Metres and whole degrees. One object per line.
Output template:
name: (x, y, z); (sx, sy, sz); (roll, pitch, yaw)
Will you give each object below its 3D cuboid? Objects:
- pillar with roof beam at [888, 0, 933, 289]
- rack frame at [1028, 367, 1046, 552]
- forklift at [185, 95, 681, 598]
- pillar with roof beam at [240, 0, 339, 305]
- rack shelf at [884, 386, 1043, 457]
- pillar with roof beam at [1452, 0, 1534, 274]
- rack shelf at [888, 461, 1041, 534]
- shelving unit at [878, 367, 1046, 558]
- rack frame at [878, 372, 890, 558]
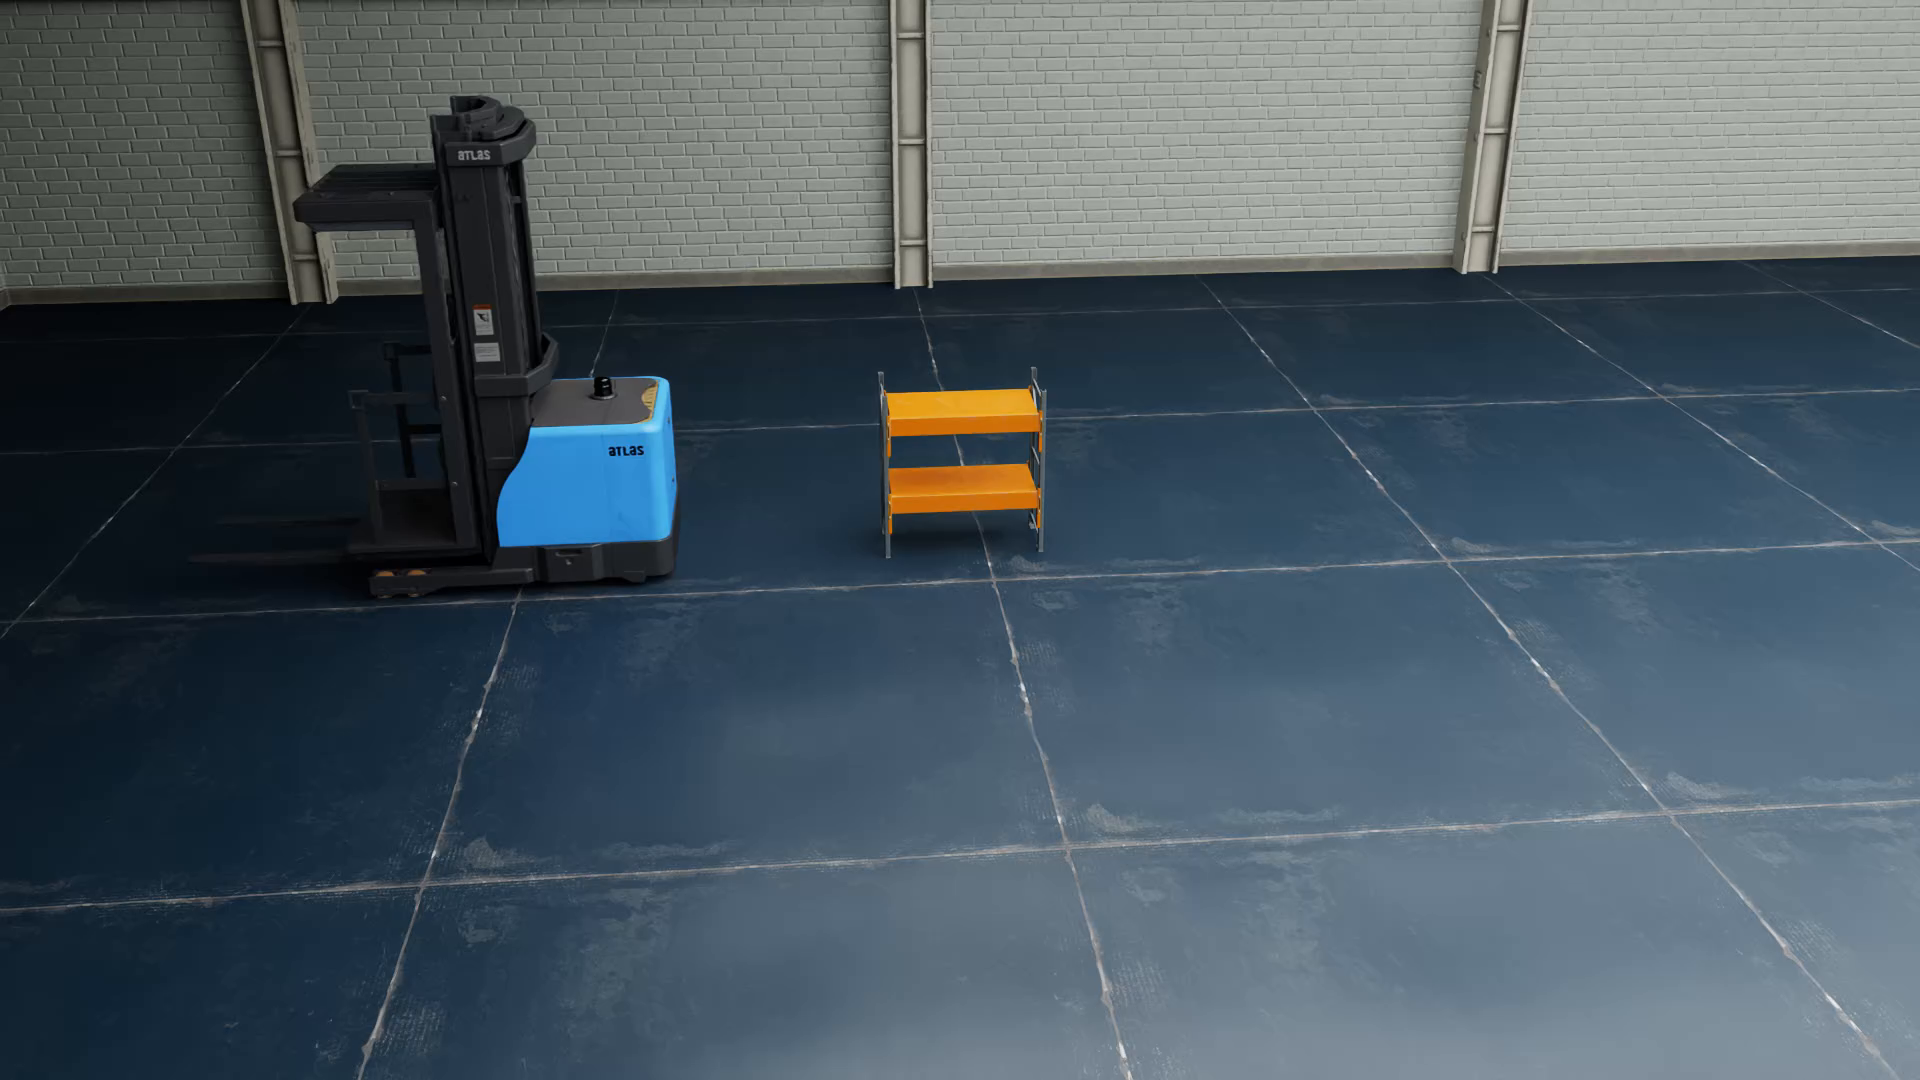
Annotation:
pillar with roof beam: (-0.065, -5.016, 11.455); (0.400, 9.000, 9.100); (-2, 24, -5)
rack frame: (0.513, -0.535, 11.068); (0.032, 1.125, 0.500); (-2, 24, -5)
forklift: (-3.380, -1.199, 10.340); (3.031, 2.935, 1.130); (-2, 24, -5)
pillar with roof beam: (-6.036, -4.776, 10.916); (0.400, 9.000, 9.100); (-2, 24, -5)
rack shelf: (0.007, -0.782, 10.903); (1.000, 0.278, 0.538); (-2, 24, -5)
pillar with roof beam: (5.906, -5.255, 11.994); (0.400, 9.000, 9.100); (-2, 24, -5)
rack shelf: (0.007, -0.291, 11.121); (1.000, 0.278, 0.538); (-2, 24, -5)
shelving unit: (0.007, -0.514, 11.022); (1.048, 1.125, 0.538); (-2, 24, -5)
rack frame: (-0.499, -0.494, 10.976); (0.032, 1.125, 0.500); (-2, 24, -5)
